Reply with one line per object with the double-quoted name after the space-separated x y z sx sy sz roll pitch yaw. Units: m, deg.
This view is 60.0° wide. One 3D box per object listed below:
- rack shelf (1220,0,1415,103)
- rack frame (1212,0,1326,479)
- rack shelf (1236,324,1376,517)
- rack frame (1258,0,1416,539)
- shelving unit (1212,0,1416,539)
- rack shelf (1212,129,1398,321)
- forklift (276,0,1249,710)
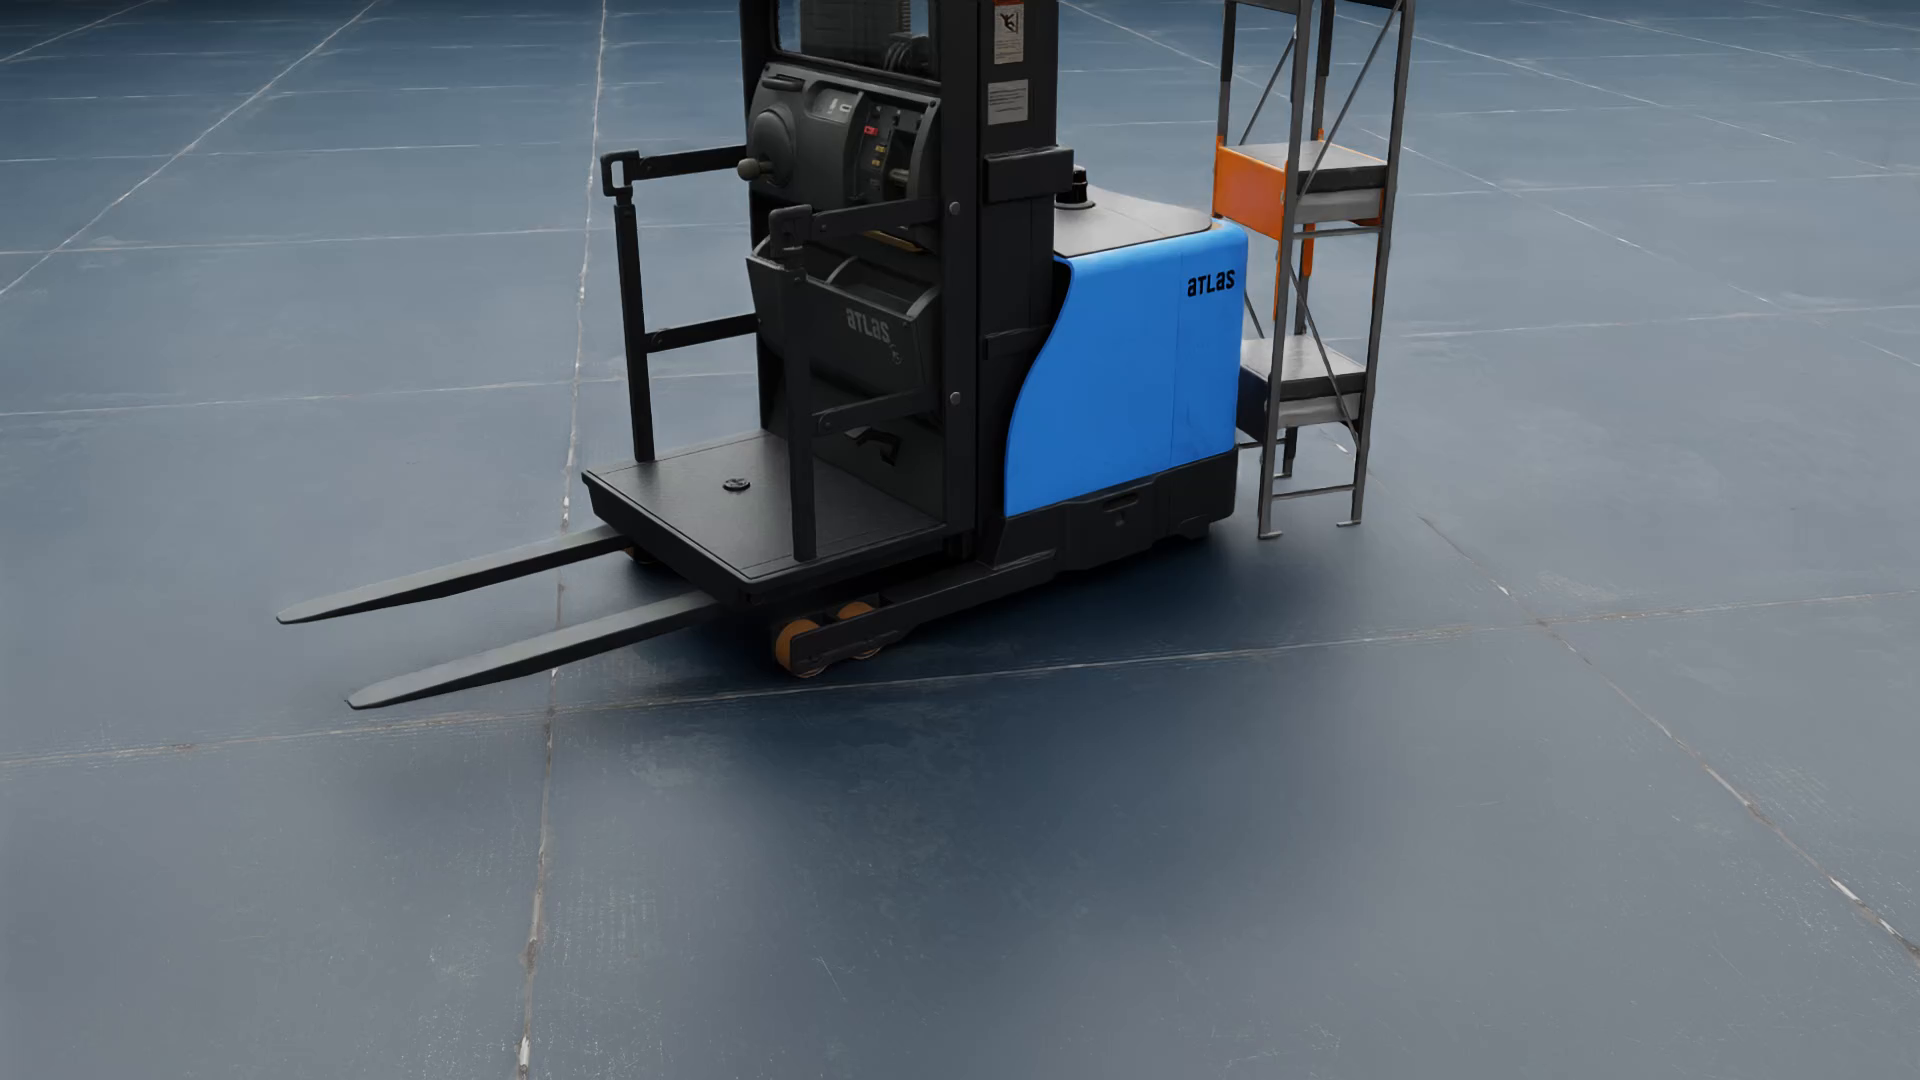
1.146 -1.715 5.338 0.431 0.518 0.480 -8 25 -17 "rack shelf"
1.066 -1.180 5.825 0.400 2.100 0.015 -8 25 -17 "rack frame"
1.145 -0.433 5.901 0.431 0.518 0.480 -8 25 -17 "rack shelf"
1.225 -0.994 5.403 0.400 2.100 0.015 -8 25 -17 "rack frame"
1.146 -1.087 5.614 0.431 2.100 0.503 -8 25 -17 "shelving unit"
1.146 -1.074 5.620 0.431 0.518 0.480 -8 25 -17 "rack shelf"
-0.526 -1.182 4.794 3.031 2.935 1.130 -17 29 -33 "forklift"
